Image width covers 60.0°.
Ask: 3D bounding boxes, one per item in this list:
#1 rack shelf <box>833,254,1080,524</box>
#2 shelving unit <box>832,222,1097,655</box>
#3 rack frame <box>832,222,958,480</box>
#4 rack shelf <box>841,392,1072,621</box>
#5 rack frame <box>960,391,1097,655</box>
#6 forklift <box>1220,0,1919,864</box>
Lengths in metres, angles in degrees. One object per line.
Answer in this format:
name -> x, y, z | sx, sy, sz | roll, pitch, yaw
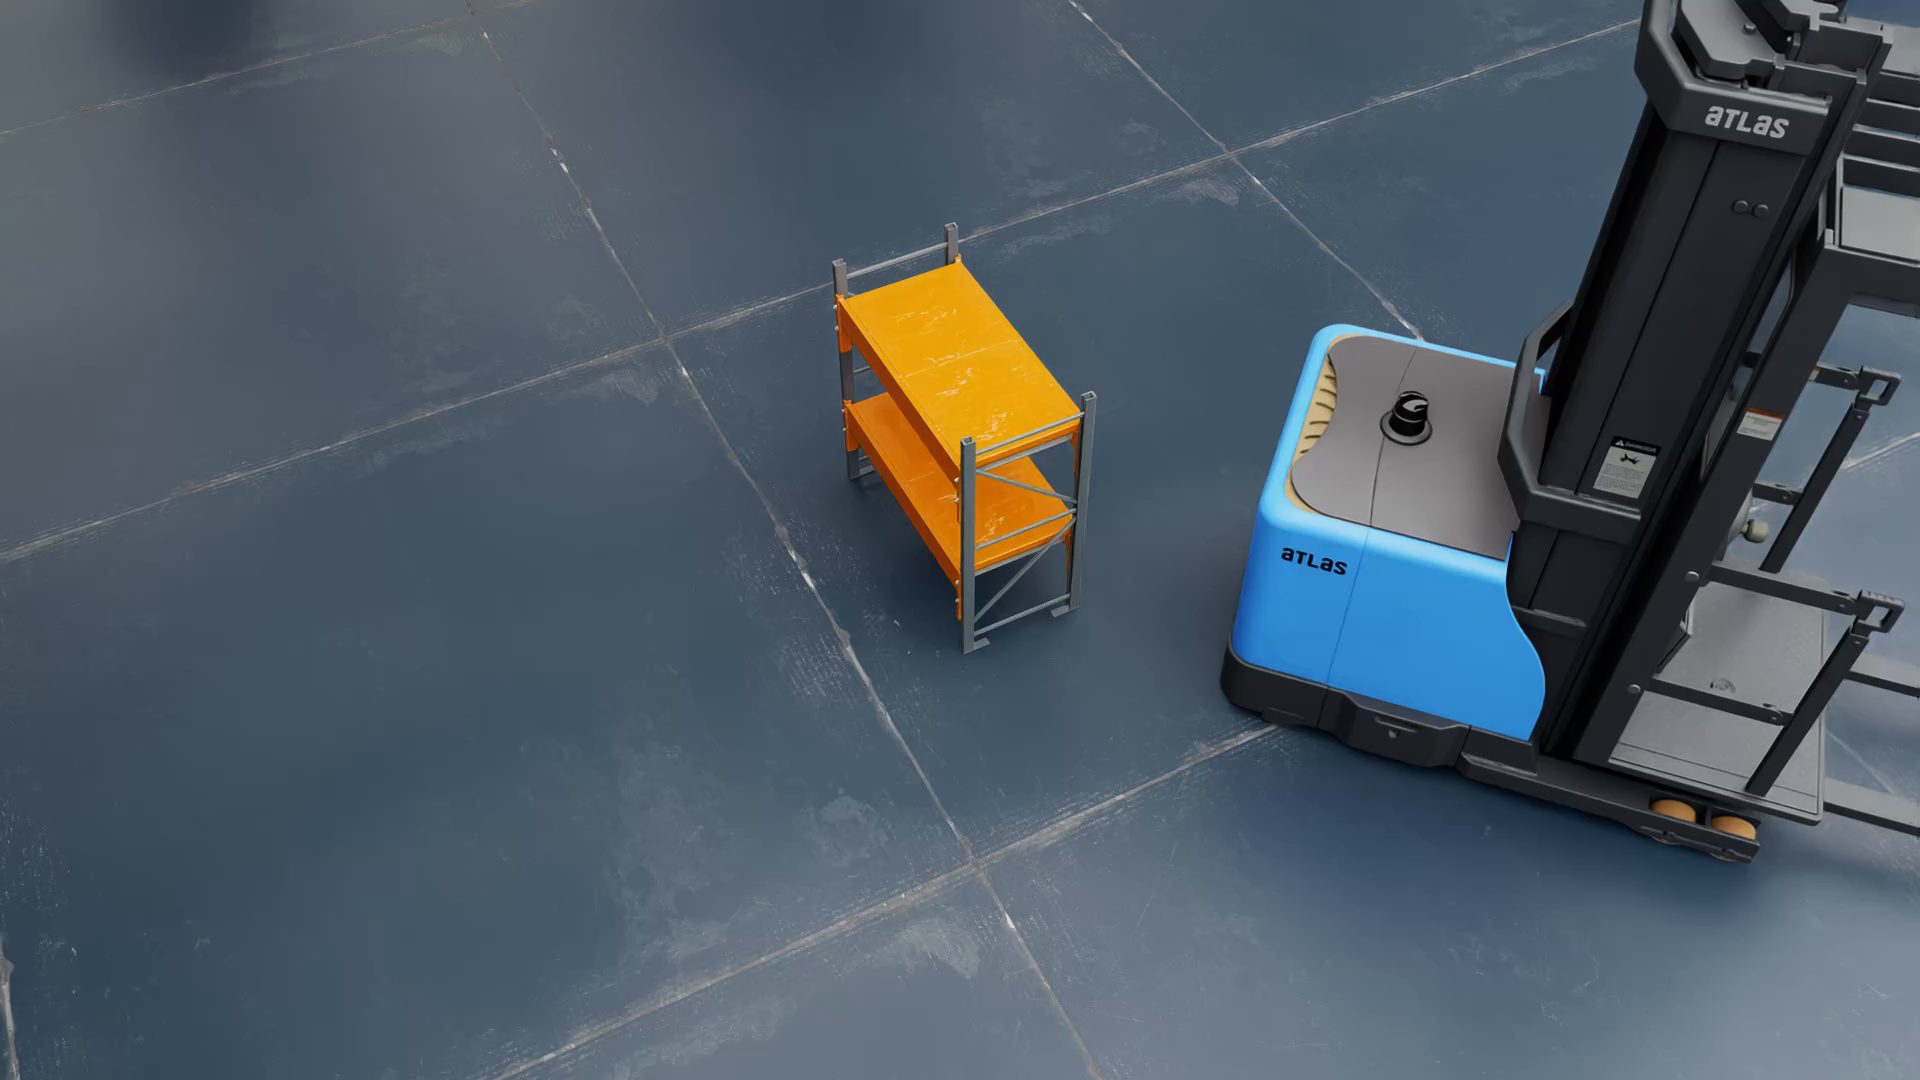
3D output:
rack shelf -> -0.003, -0.568, 6.003 | 0.538, 0.278, 1.000 | -21, 52, -18
shelving unit -> -0.003, -0.375, 6.223 | 0.538, 1.125, 1.048 | -21, 52, -18
rack frame -> -0.236, -0.715, 6.521 | 0.500, 1.125, 0.032 | -21, 52, -18
rack shelf -> -0.003, -0.214, 6.407 | 0.538, 0.278, 1.000 | -21, 52, -18
rack frame -> 0.230, -0.035, 5.926 | 0.500, 1.125, 0.032 | -21, 52, -18
forklift -> 2.524, -0.324, 4.979 | 3.031, 2.935, 1.130 | 15, 51, 13
